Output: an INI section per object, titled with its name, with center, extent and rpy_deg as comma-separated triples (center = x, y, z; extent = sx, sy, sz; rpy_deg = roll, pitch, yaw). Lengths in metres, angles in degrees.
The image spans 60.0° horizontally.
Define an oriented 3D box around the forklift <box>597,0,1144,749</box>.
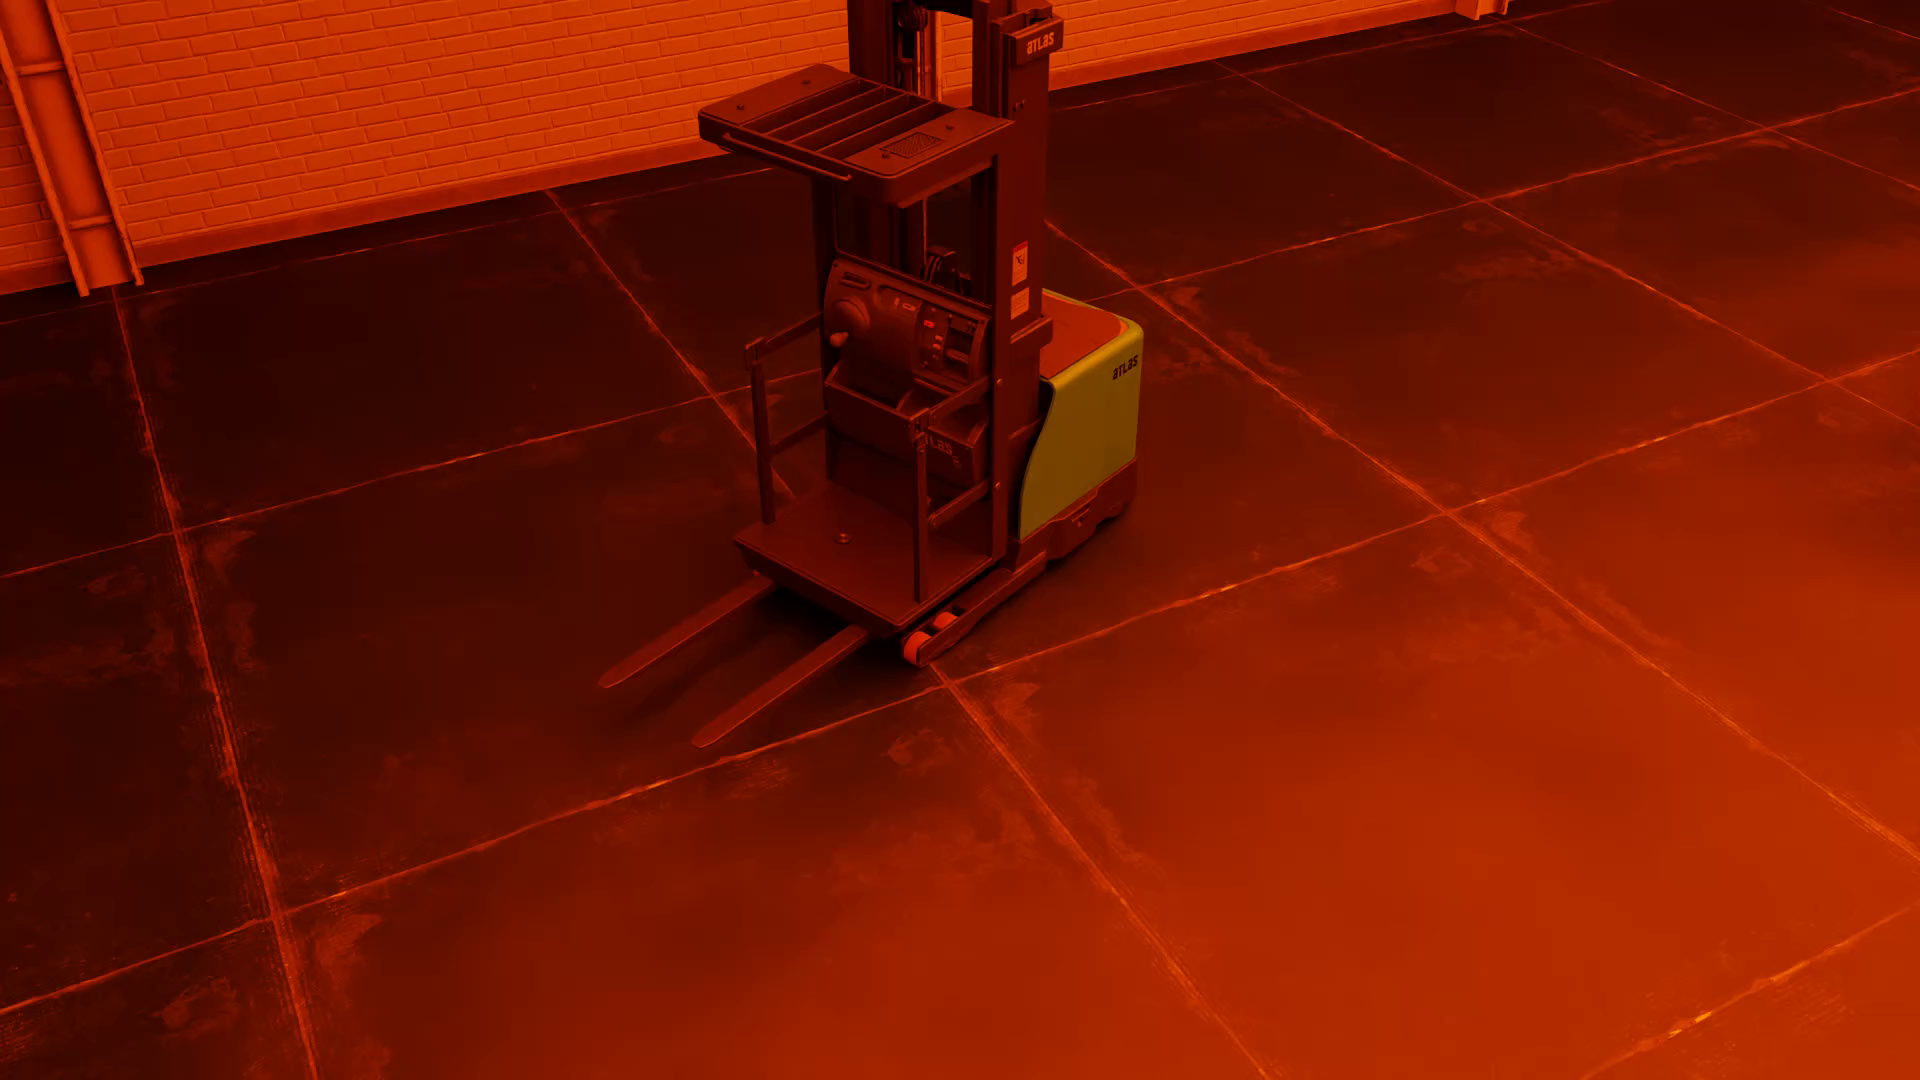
[forklift]
center = -0.390, -0.927, 7.434
extent = 1.130, 2.935, 3.031
rpy_deg = 26, 43, 31
